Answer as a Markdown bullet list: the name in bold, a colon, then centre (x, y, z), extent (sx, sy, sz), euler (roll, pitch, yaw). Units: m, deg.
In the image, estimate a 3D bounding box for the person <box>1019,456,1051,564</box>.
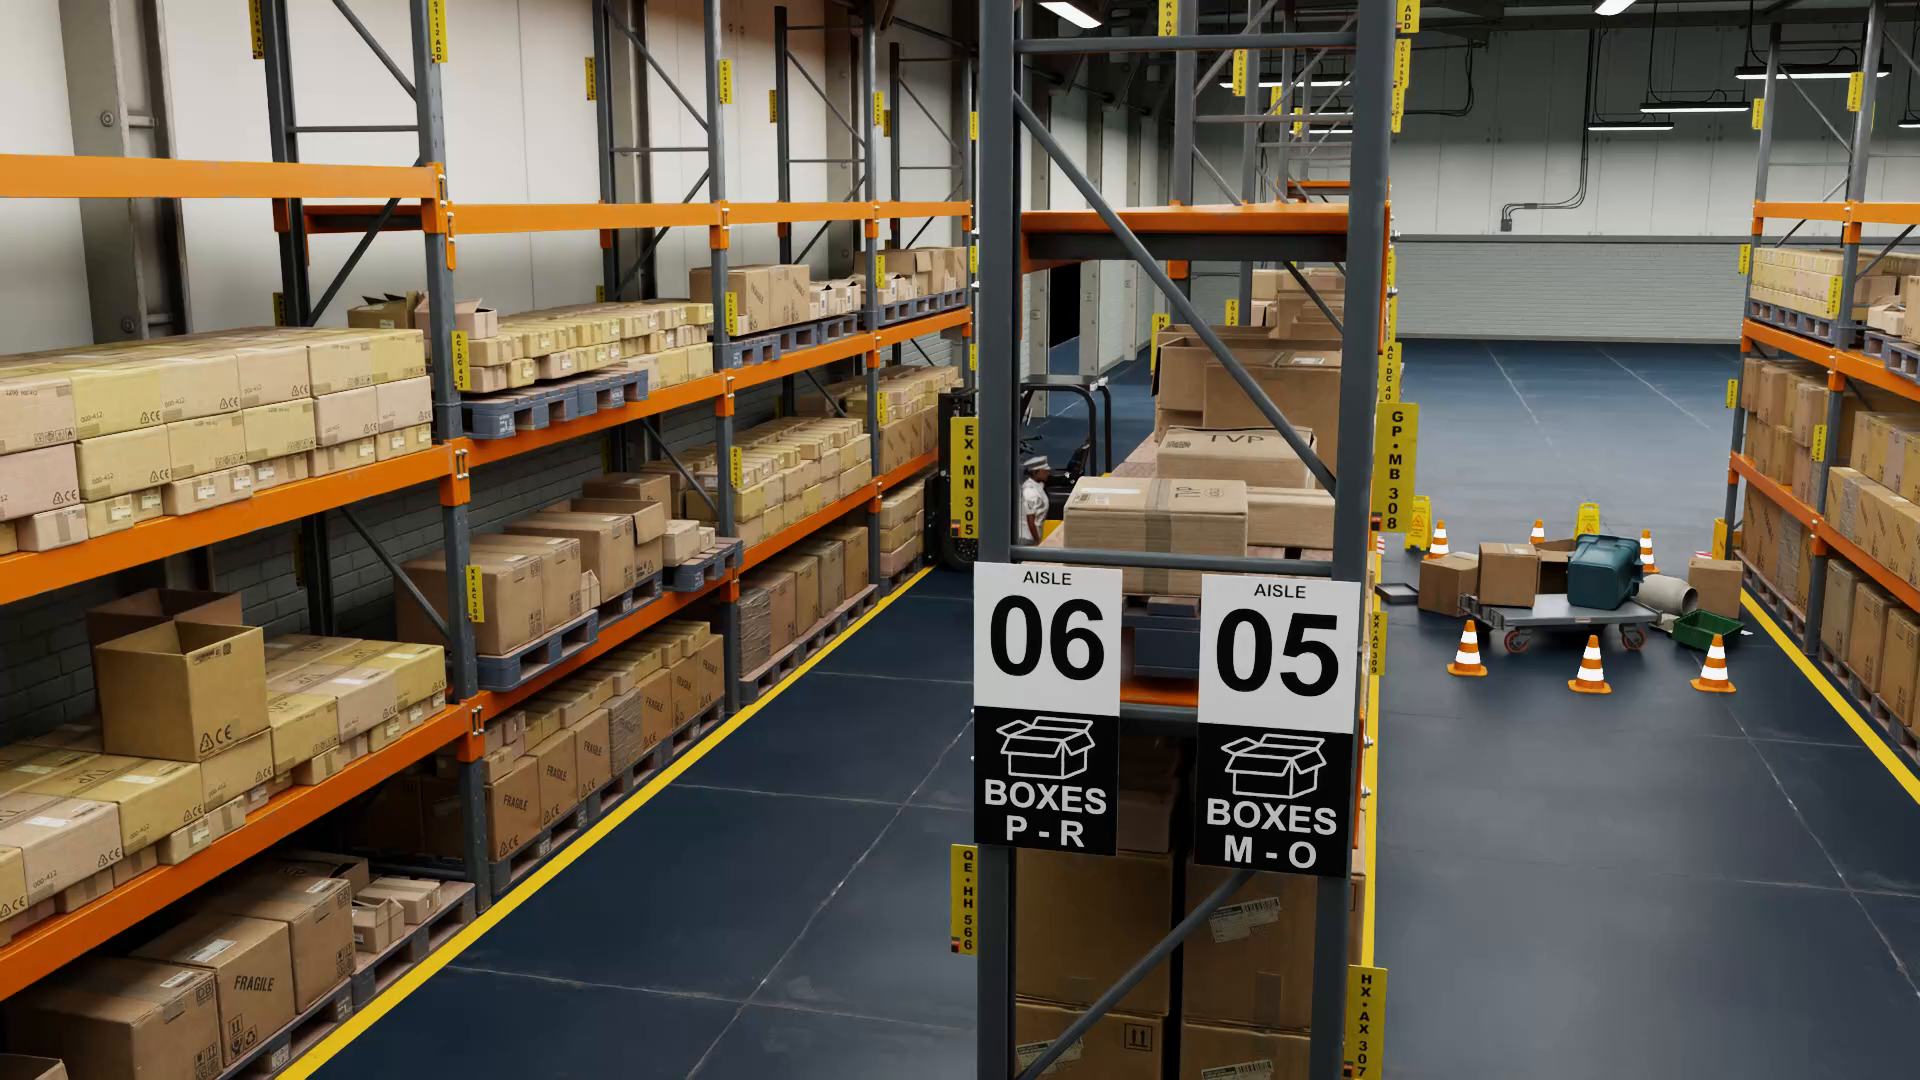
- **person**: centre (0.734, -0.038, 16.520), extent (0.936, 1.627, 0.453), euler (3, 12, 14)
